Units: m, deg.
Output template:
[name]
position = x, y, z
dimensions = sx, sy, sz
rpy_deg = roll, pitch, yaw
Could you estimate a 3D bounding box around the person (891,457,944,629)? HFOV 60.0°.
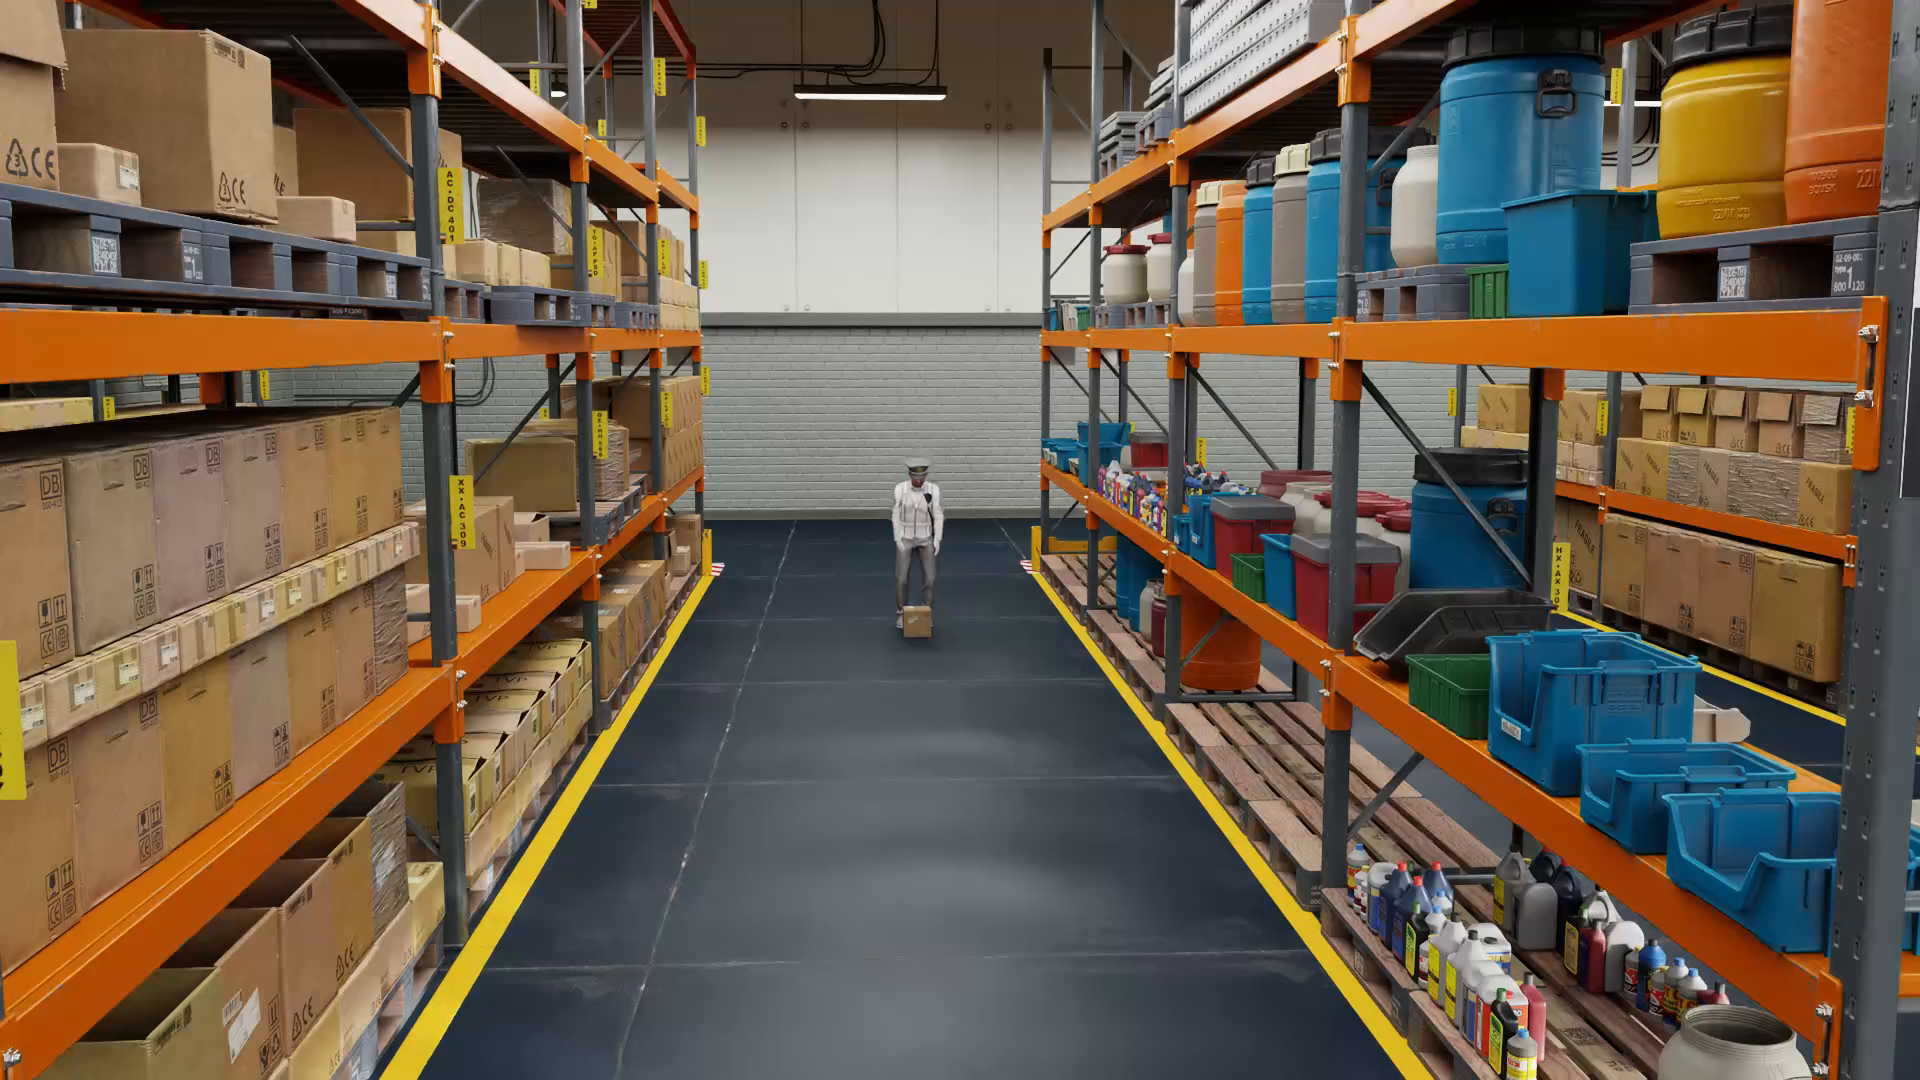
[person]
position = -0.399, 0.025, 15.762
dimensions = 0.500, 1.627, 0.445
rpy_deg = 0, 7, -2
